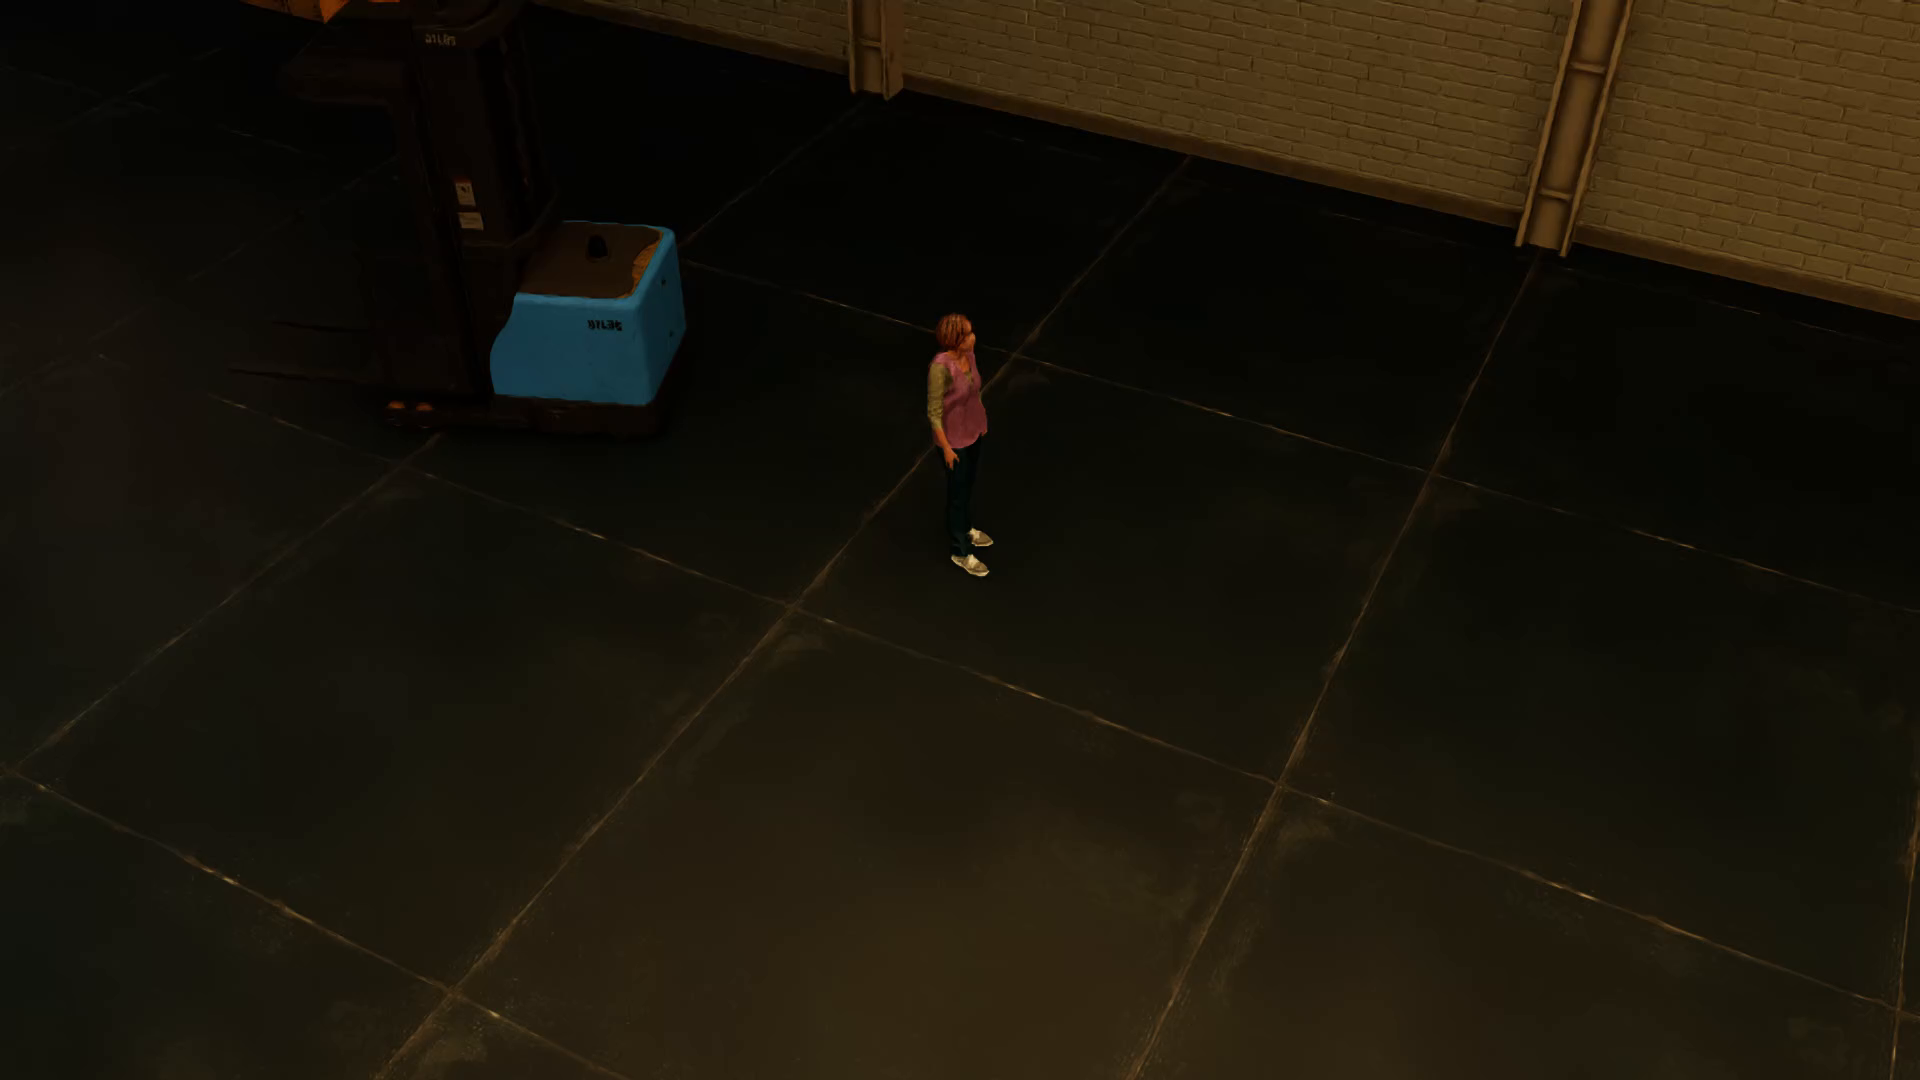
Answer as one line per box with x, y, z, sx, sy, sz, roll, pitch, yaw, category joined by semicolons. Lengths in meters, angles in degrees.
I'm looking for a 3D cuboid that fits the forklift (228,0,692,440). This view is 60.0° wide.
-3.437;-2.205;10.605;3.031;2.935;1.130;5;40;6;forklift

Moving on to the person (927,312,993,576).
0.059;-0.586;9.707;0.474;1.597;0.520;18;43;21;person
